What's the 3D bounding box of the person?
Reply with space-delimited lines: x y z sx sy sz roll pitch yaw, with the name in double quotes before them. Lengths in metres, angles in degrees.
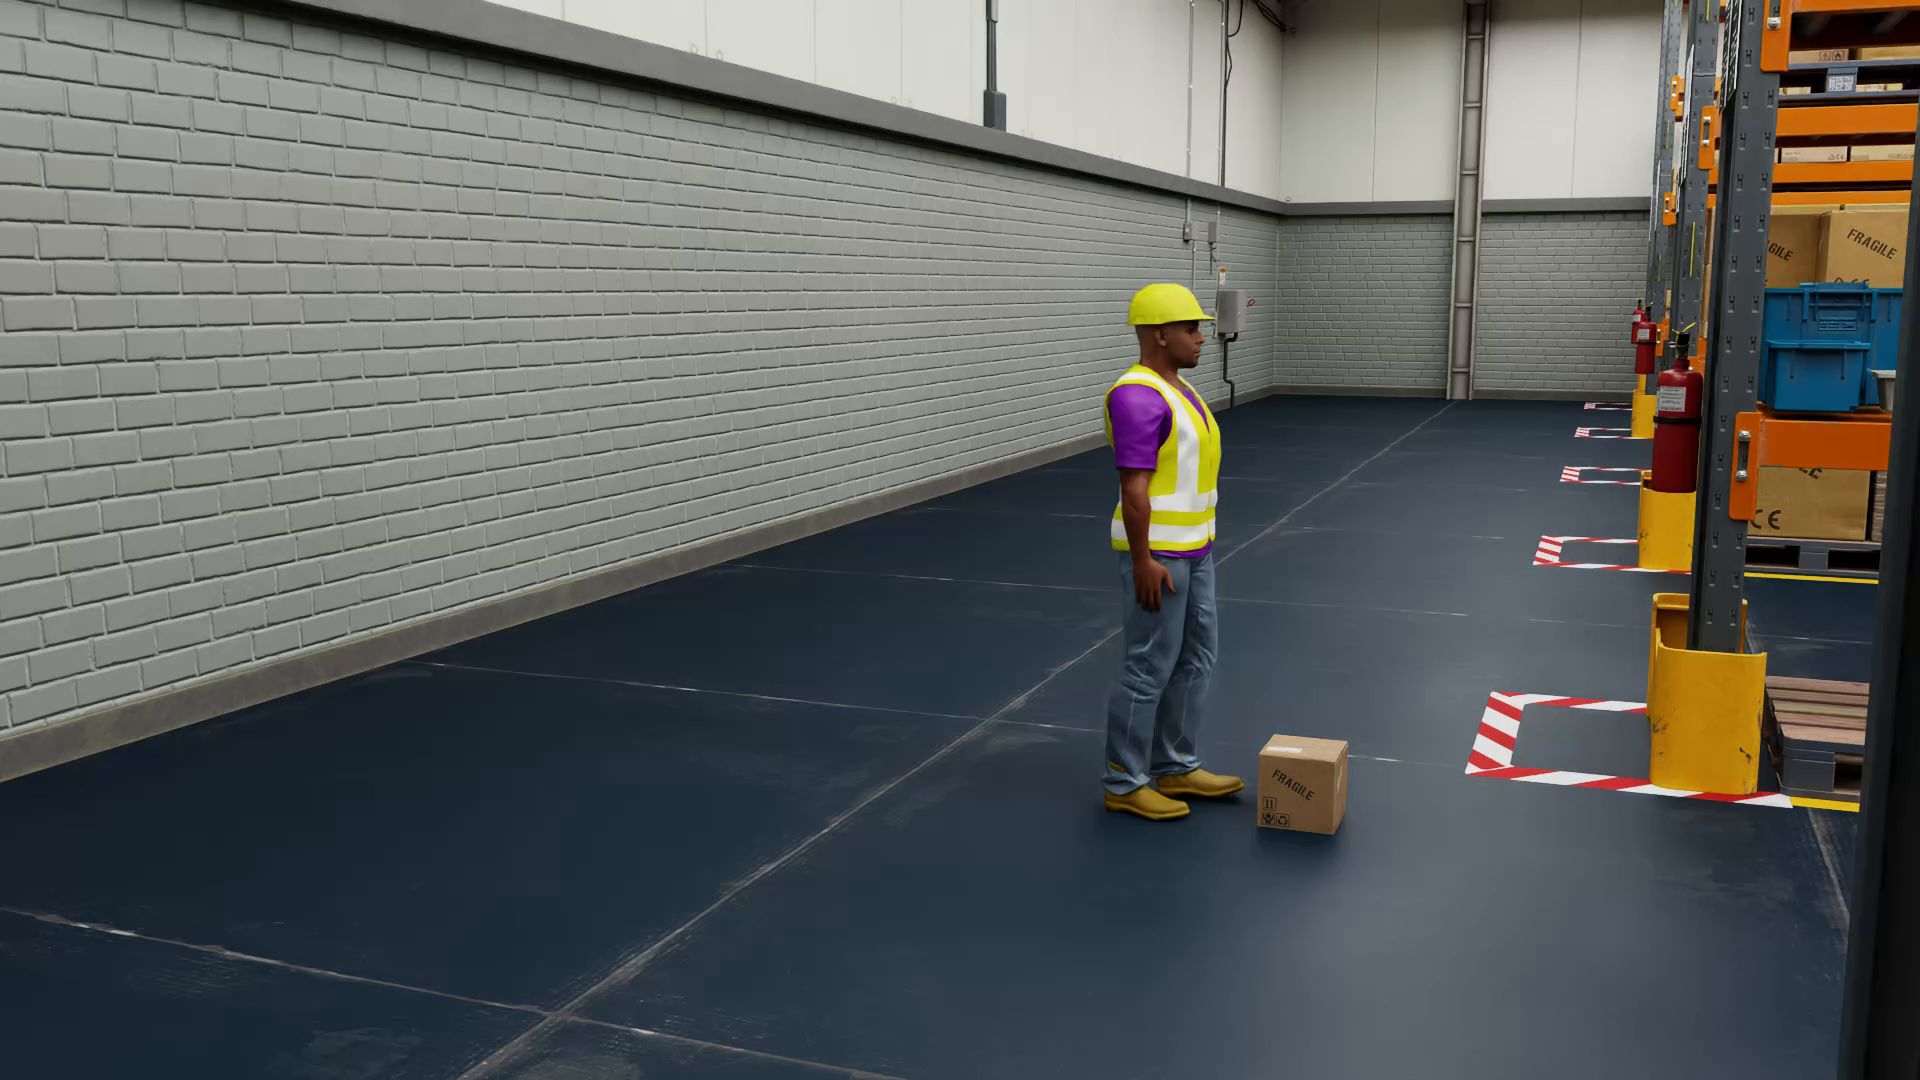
"person" 0.722 0.035 5.564 0.448 1.766 0.568 4 9 22
